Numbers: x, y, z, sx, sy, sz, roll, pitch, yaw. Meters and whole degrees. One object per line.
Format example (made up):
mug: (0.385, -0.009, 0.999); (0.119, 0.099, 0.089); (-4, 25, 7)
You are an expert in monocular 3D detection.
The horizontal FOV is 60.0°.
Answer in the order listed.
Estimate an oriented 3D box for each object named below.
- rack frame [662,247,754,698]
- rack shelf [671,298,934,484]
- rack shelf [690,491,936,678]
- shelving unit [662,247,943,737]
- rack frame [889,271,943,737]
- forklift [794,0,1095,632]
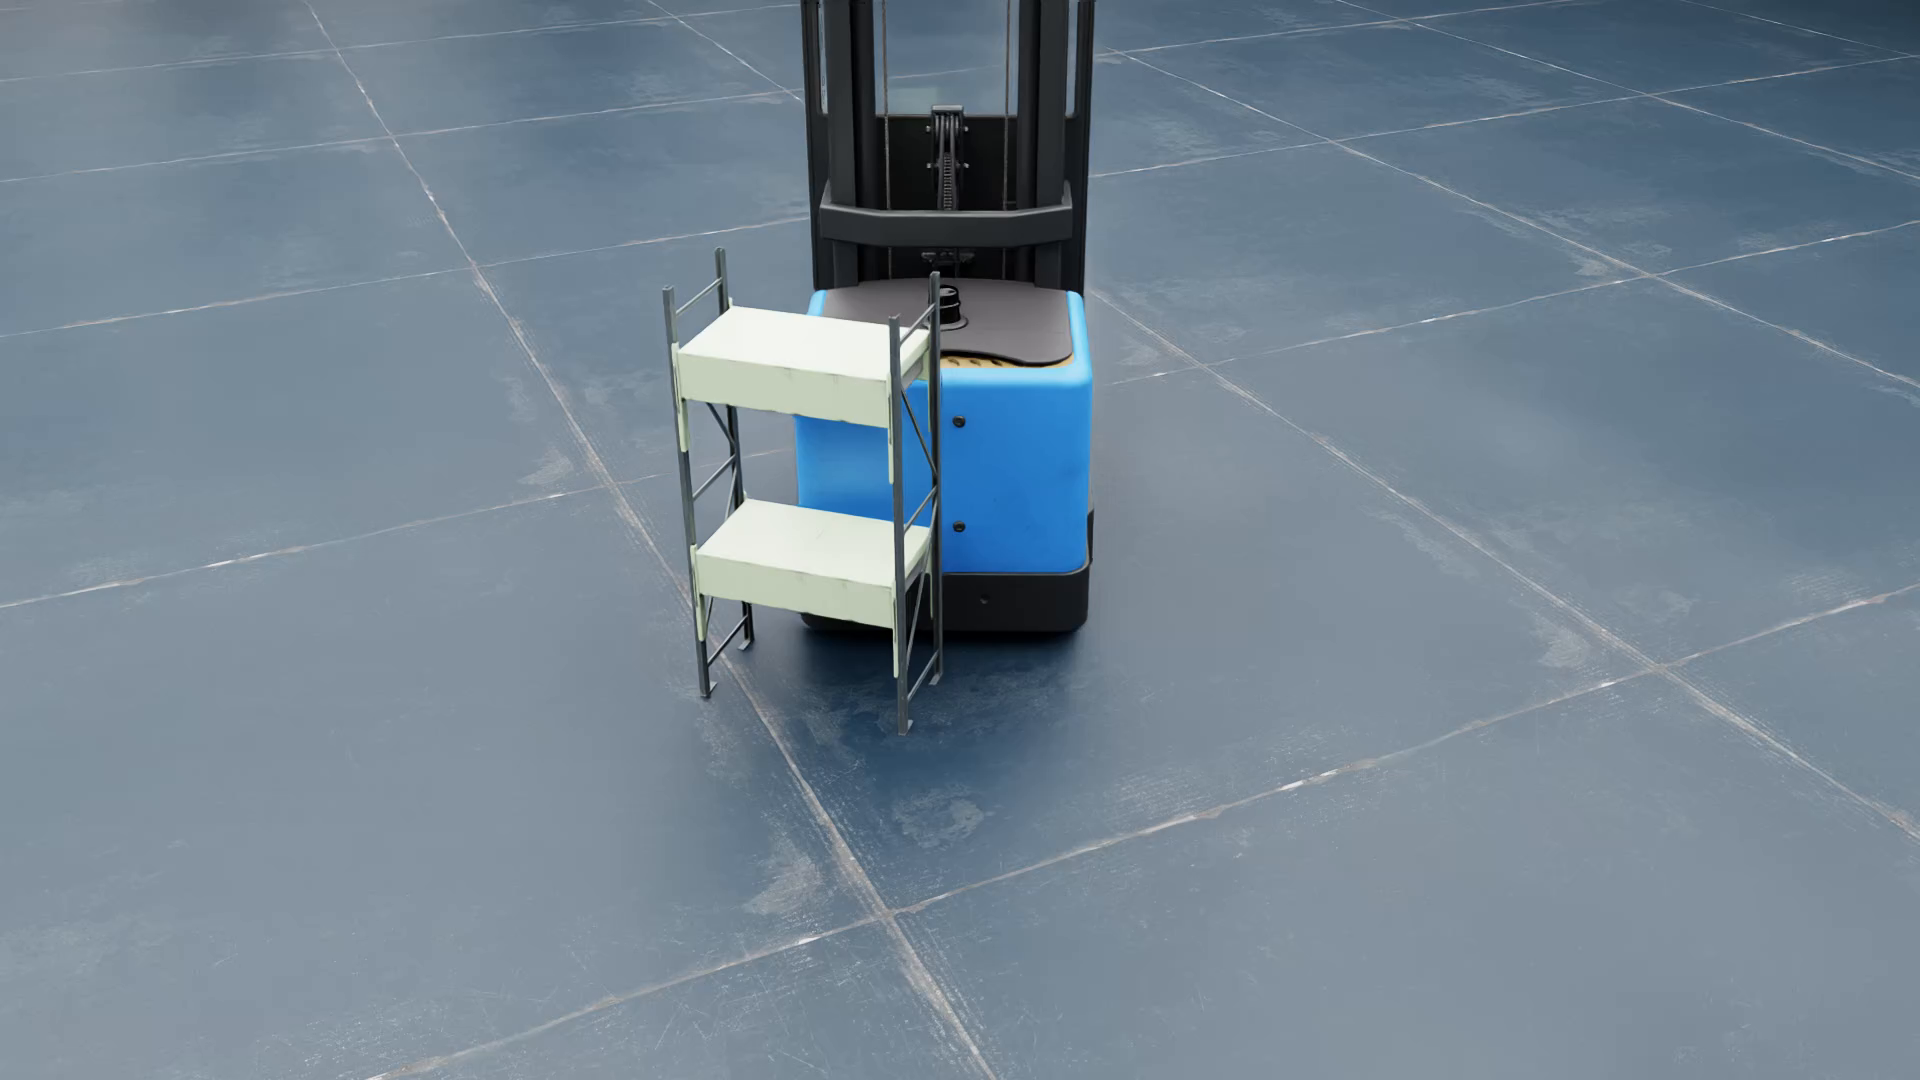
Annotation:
rack frame: (-0.829, -0.199, 5.570); (0.023, 1.500, 0.400); (9, 31, 16)
rack shelf: (-0.482, -0.482, 5.277); (0.720, 0.370, 0.431); (9, 31, 16)
rack shelf: (-0.481, 0.141, 5.630); (0.720, 0.370, 0.431); (9, 31, 16)
shelving unit: (-0.482, -0.143, 5.469); (0.755, 1.500, 0.431); (9, 31, 16)
rack frame: (-0.134, -0.087, 5.369); (0.023, 1.500, 0.400); (9, 31, 16)
forklift: (-0.042, -1.627, 6.654); (1.130, 2.935, 3.031); (0, 29, 1)
